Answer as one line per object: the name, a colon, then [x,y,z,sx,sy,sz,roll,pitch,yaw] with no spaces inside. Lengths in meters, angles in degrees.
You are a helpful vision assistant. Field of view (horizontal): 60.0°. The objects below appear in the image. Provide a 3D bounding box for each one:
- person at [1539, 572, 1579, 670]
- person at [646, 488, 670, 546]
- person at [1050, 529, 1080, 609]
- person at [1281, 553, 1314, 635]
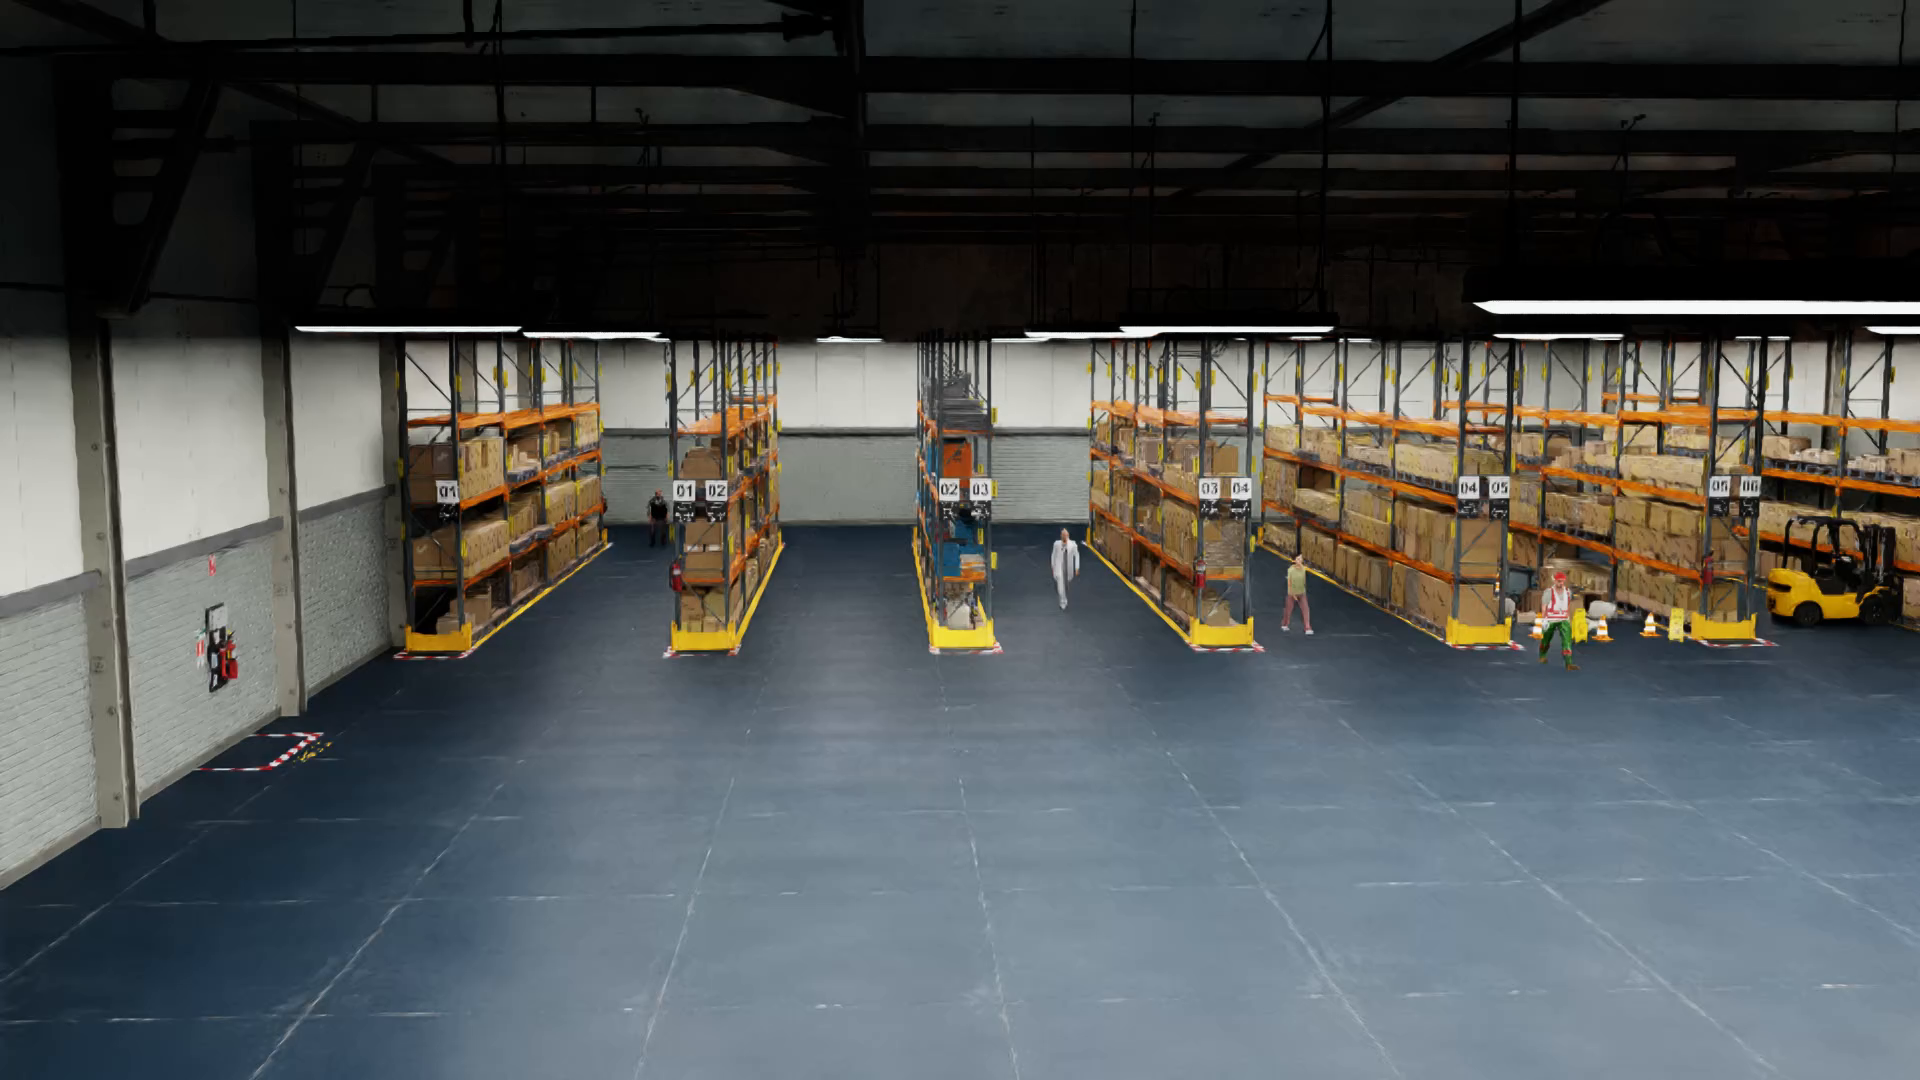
person: [10.568,1.398,29.418,0.553,1.709,1.123,0,7,-1]
person: [-8.544,-0.649,47.115,0.672,1.671,0.534,-1,7,-5]
person: [2.291,0.611,36.115,0.599,1.725,1.111,0,7,-4]
person: [6.649,1.044,32.869,0.446,1.604,1.018,-1,7,-11]
